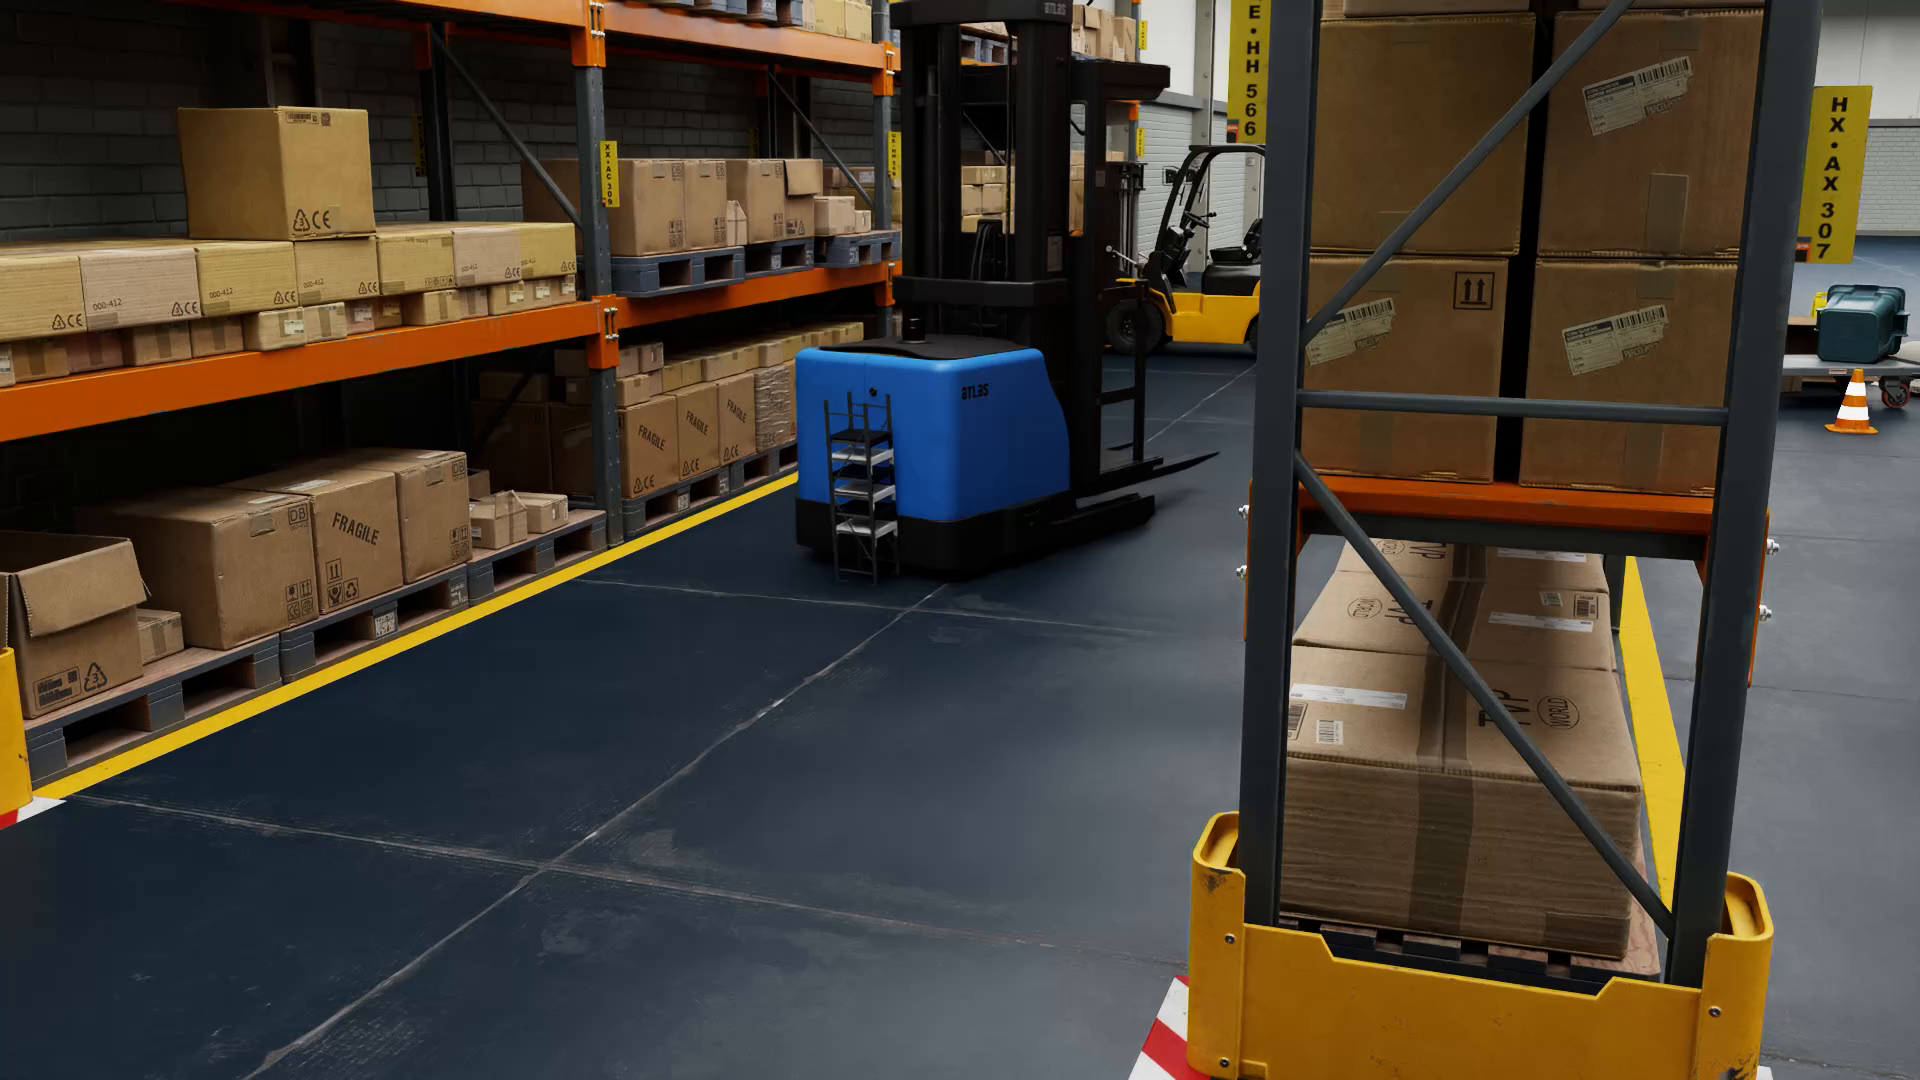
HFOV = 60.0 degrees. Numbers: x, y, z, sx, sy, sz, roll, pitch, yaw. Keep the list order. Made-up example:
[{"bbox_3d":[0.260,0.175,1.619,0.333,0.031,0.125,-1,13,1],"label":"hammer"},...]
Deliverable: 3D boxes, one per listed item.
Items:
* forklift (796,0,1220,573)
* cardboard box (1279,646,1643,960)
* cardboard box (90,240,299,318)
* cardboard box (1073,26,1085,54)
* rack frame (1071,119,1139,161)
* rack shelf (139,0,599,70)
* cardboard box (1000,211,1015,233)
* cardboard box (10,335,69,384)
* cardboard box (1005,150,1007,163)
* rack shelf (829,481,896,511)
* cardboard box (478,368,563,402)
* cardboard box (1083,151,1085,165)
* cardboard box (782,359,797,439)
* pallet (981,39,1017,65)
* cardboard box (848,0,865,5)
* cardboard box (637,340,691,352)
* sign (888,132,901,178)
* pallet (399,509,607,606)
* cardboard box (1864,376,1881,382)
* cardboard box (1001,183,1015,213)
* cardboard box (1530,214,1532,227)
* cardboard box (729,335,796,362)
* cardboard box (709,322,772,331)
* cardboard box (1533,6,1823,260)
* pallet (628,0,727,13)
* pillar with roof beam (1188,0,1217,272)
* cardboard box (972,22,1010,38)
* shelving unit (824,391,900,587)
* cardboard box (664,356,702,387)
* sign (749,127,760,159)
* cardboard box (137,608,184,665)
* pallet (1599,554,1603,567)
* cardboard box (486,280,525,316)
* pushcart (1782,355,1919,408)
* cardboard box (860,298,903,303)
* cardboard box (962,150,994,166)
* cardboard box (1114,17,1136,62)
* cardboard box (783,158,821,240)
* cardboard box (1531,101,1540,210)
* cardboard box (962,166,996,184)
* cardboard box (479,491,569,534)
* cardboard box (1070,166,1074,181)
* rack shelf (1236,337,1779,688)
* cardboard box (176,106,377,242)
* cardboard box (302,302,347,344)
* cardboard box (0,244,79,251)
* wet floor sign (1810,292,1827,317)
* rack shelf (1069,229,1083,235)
[{"bbox_3d":[0.446,-1.543,9.159,1.130,2.935,3.031,10,16,36],"label":"forklift"},{"bbox_3d":[1.234,0.633,4.286,0.875,0.438,0.875,4,13,16],"label":"cardboard box"},{"bbox_3d":[-2.857,-0.983,6.221,0.500,0.250,0.500,4,13,17],"label":"cardboard box"},{"bbox_3d":[1.067,-5.089,16.936,0.396,0.266,0.258,4,13,17],"label":"cardboard box"},{"bbox_3d":[1.594,-3.990,19.730,1.000,3.000,0.127,4,14,18],"label":"rack frame"},{"bbox_3d":[-2.936,-2.154,6.561,1.077,0.370,4.000,4,14,18],"label":"rack shelf"},{"bbox_3d":[0.227,-2.844,15.043,0.500,0.250,0.500,4,14,18],"label":"cardboard box"},{"bbox_3d":[-3.178,-0.605,5.464,0.380,0.149,0.250,5,14,20],"label":"cardboard box"},{"bbox_3d":[0.666,-3.767,16.399,0.380,0.149,0.250,5,14,19],"label":"cardboard box"},{"bbox_3d":[-0.469,-0.215,8.021,0.258,0.077,0.200,7,19,28],"label":"rack shelf"},{"bbox_3d":[-2.443,-0.864,9.249,0.380,0.149,0.250,4,13,16],"label":"cardboard box"},{"bbox_3d":[1.187,-4.086,17.799,0.380,0.149,0.250,5,14,19],"label":"cardboard box"},{"bbox_3d":[-1.267,-0.972,11.181,0.500,0.500,0.500,5,14,21],"label":"cardboard box"},{"bbox_3d":[0.027,-4.331,14.909,0.805,0.209,1.217,4,13,16],"label":"pallet"},{"bbox_3d":[-0.881,-3.798,11.585,0.380,0.149,0.250,5,14,20],"label":"cardboard box"},{"bbox_3d":[-1.953,-1.191,10.681,0.380,0.149,0.250,4,13,16],"label":"cardboard box"},{"bbox_3d":[-0.478,-2.795,12.067,0.100,0.325,0.005,4,14,18],"label":"sign"},{"bbox_3d":[-2.512,0.040,8.337,1.003,0.211,1.213,4,14,18],"label":"pallet"},{"bbox_3d":[8.527,-1.618,15.480,0.396,0.266,0.258,7,15,28],"label":"cardboard box"},{"bbox_3d":[0.223,-3.088,14.990,0.500,0.250,0.500,4,13,17],"label":"cardboard box"},{"bbox_3d":[2.340,-0.931,6.101,0.500,0.500,0.500,4,13,17],"label":"cardboard box"},{"bbox_3d":[-1.309,-1.269,11.023,0.380,0.149,0.250,4,13,18],"label":"cardboard box"},{"bbox_3d":[-1.569,-1.467,11.890,0.380,0.149,0.250,5,14,20],"label":"cardboard box"},{"bbox_3d":[1.540,-0.882,3.638,0.500,0.500,0.500,4,13,17],"label":"cardboard box"},{"bbox_3d":[-2.011,-2.967,8.926,1.213,0.211,1.003,4,14,18],"label":"pallet"},{"bbox_3d":[8.472,-9.050,28.416,9.100,9.000,0.400,4,14,18],"label":"pillar with roof beam"},{"bbox_3d":[0.231,-4.488,14.566,0.380,0.149,0.250,4,14,18],"label":"cardboard box"},{"bbox_3d":[-0.470,-0.247,8.011,0.258,0.900,0.210,7,19,28],"label":"shelving unit"},{"bbox_3d":[-1.756,-1.000,9.843,0.380,0.149,0.250,4,13,17],"label":"cardboard box"},{"bbox_3d":[-1.521,-2.910,12.393,0.100,0.325,0.005,4,14,18],"label":"sign"},{"bbox_3d":[-3.121,0.355,6.154,0.380,0.149,0.250,4,13,16],"label":"cardboard box"},{"bbox_3d":[2.587,0.085,8.143,1.003,0.211,1.213,4,14,18],"label":"pallet"},{"bbox_3d":[-2.278,-1.143,7.819,0.380,0.149,0.250,5,14,20],"label":"cardboard box"},{"bbox_3d":[7.171,-1.359,14.096,1.648,0.377,0.936,0,13,-1],"label":"pushcart"},{"bbox_3d":[-0.358,-1.763,14.365,0.875,0.625,0.625,4,13,16],"label":"cardboard box"},{"bbox_3d":[0.117,-3.747,16.313,0.380,0.149,0.250,4,14,19],"label":"cardboard box"},{"bbox_3d":[1.681,-5.644,18.842,0.500,0.500,0.500,5,14,20],"label":"cardboard box"},{"bbox_3d":[-1.348,-2.204,10.727,0.797,0.503,0.637,4,13,17],"label":"cardboard box"},{"bbox_3d":[2.026,-1.560,6.612,0.500,0.500,0.500,4,14,19],"label":"cardboard box"},{"bbox_3d":[0.100,-3.206,14.612,0.380,0.149,0.250,4,13,17],"label":"cardboard box"},{"bbox_3d":[-2.191,-0.140,8.324,0.380,0.149,0.250,4,13,17],"label":"cardboard box"},{"bbox_3d":[0.942,-3.719,16.860,0.380,0.149,0.250,5,14,20],"label":"cardboard box"},{"bbox_3d":[1.762,-0.335,5.332,1.077,0.370,4.000,4,14,18],"label":"rack shelf"},{"bbox_3d":[-2.696,-1.451,6.587,0.500,0.500,0.500,5,14,20],"label":"cardboard box"},{"bbox_3d":[-2.687,-0.873,6.636,0.380,0.149,0.250,5,14,20],"label":"cardboard box"},{"bbox_3d":[-3.517,-0.918,5.937,0.500,0.250,0.500,4,14,19],"label":"cardboard box"},{"bbox_3d":[9.144,-2.299,17.612,0.267,0.644,0.232,2,13,9],"label":"wet floor sign"},{"bbox_3d":[0.947,-3.218,17.965,1.077,0.370,4.000,4,14,18],"label":"rack shelf"}]
